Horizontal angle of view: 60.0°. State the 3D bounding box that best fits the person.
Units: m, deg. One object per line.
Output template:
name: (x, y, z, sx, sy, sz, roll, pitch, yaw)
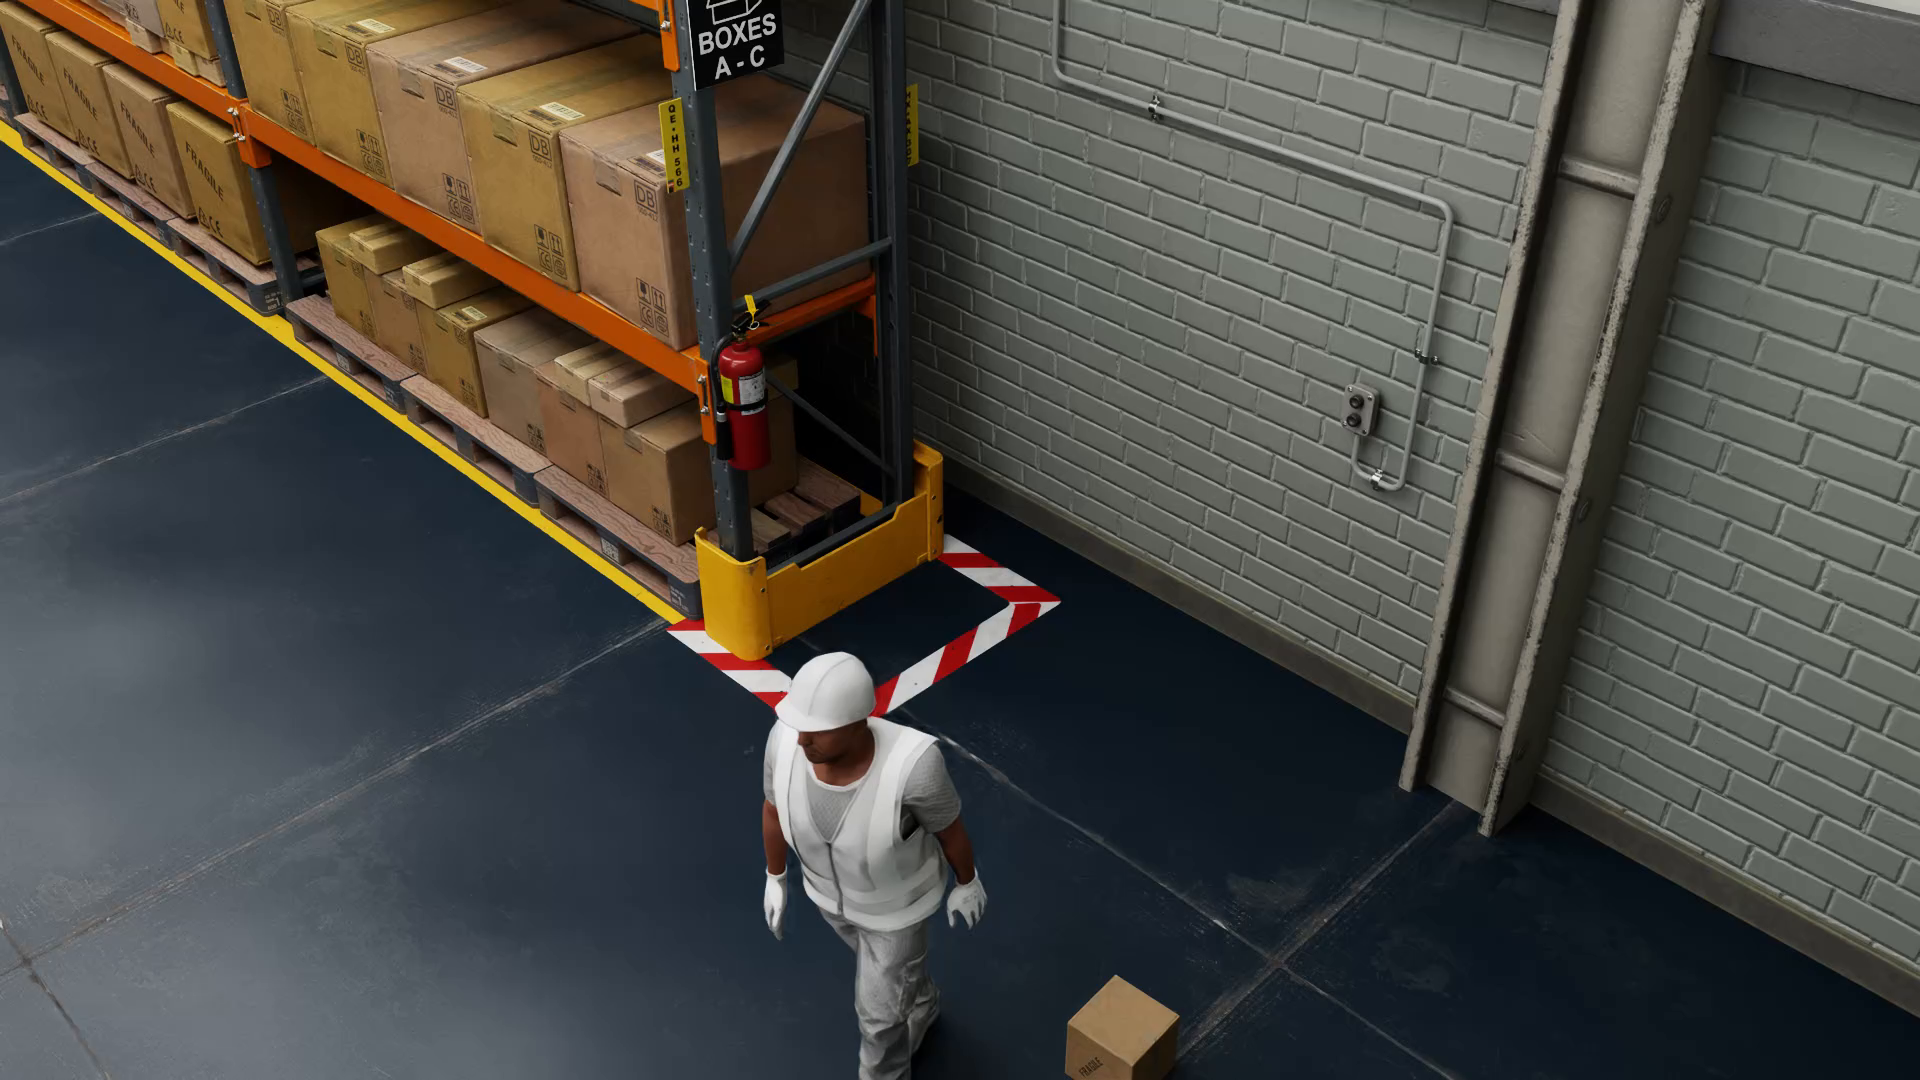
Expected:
person: (-0.270, 1.008, 4.714, 0.593, 1.802, 0.713, 20, 40, 25)
